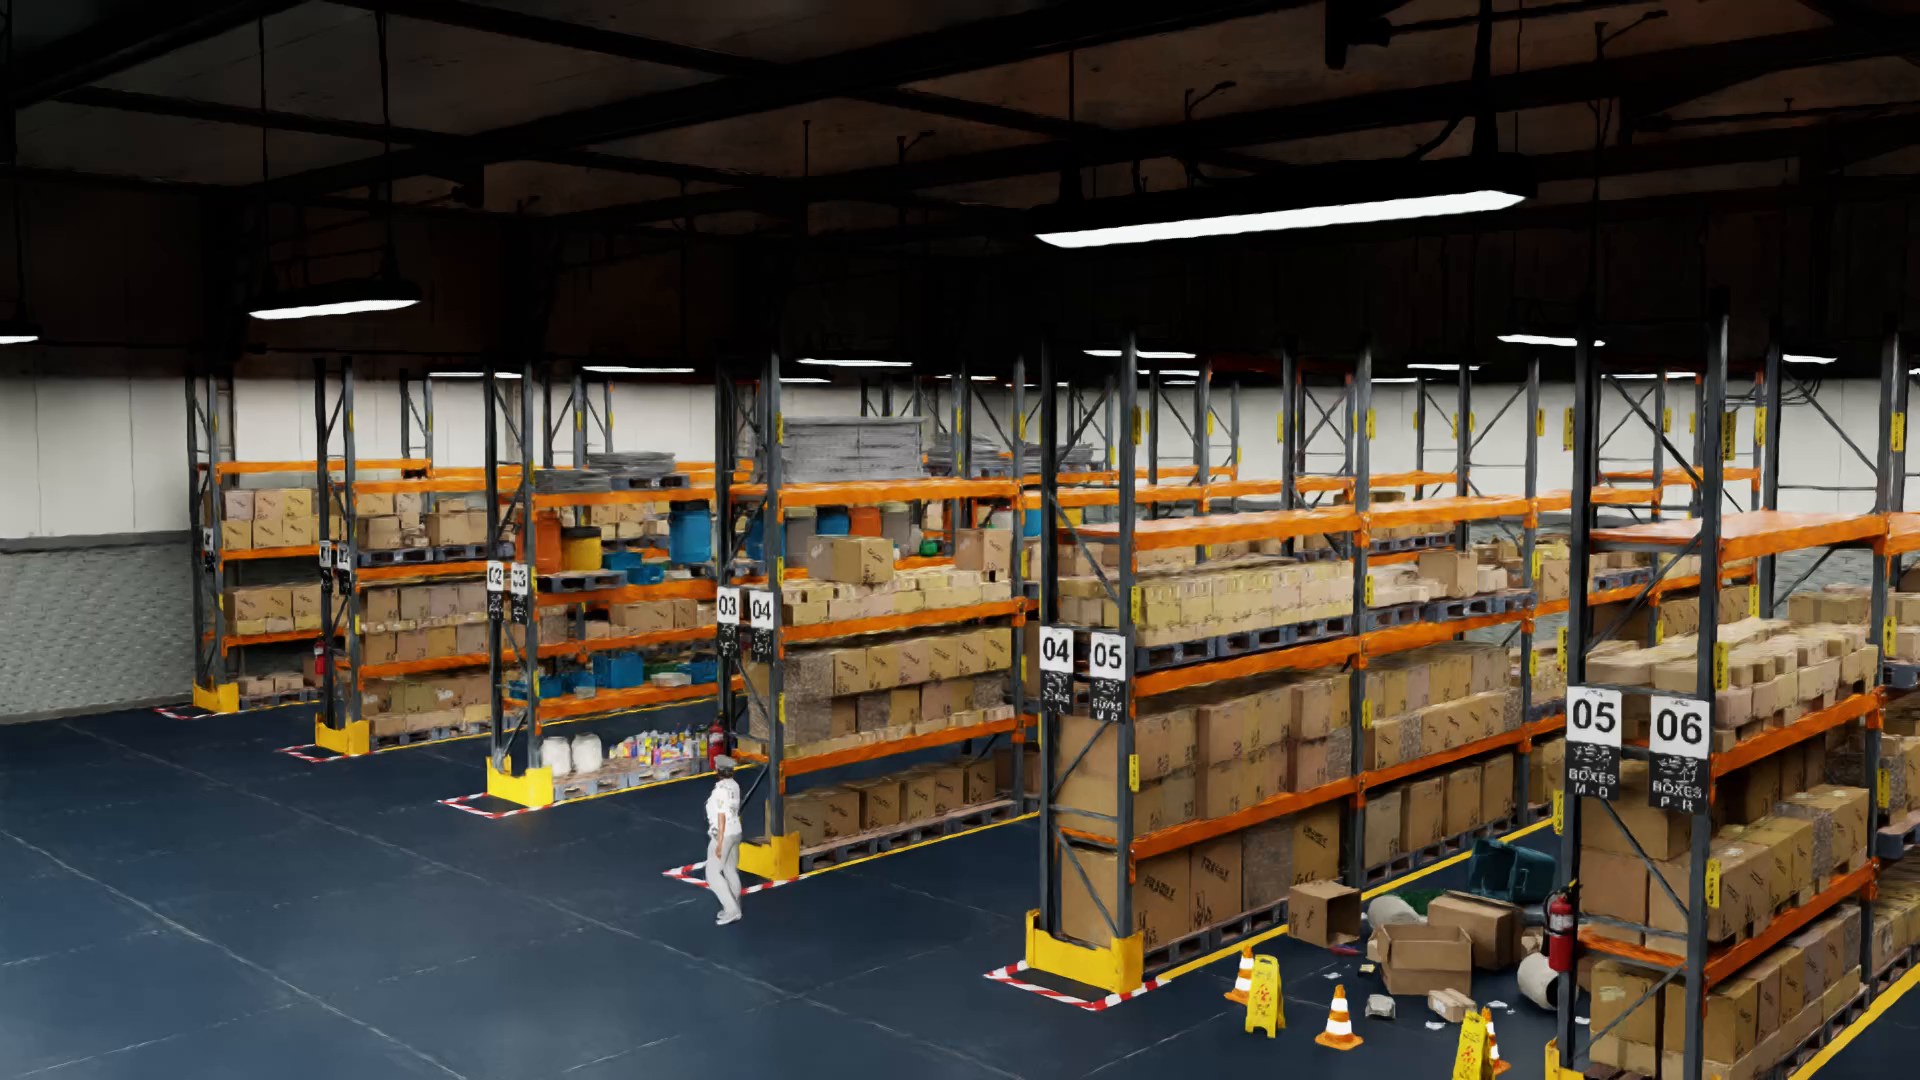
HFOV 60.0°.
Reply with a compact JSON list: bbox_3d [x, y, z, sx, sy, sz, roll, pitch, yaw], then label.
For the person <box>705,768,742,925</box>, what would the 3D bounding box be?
[{"bbox_3d":[-2.366,3.040,16.854,0.365,1.652,0.568,1,5,14],"label":"person"}]
